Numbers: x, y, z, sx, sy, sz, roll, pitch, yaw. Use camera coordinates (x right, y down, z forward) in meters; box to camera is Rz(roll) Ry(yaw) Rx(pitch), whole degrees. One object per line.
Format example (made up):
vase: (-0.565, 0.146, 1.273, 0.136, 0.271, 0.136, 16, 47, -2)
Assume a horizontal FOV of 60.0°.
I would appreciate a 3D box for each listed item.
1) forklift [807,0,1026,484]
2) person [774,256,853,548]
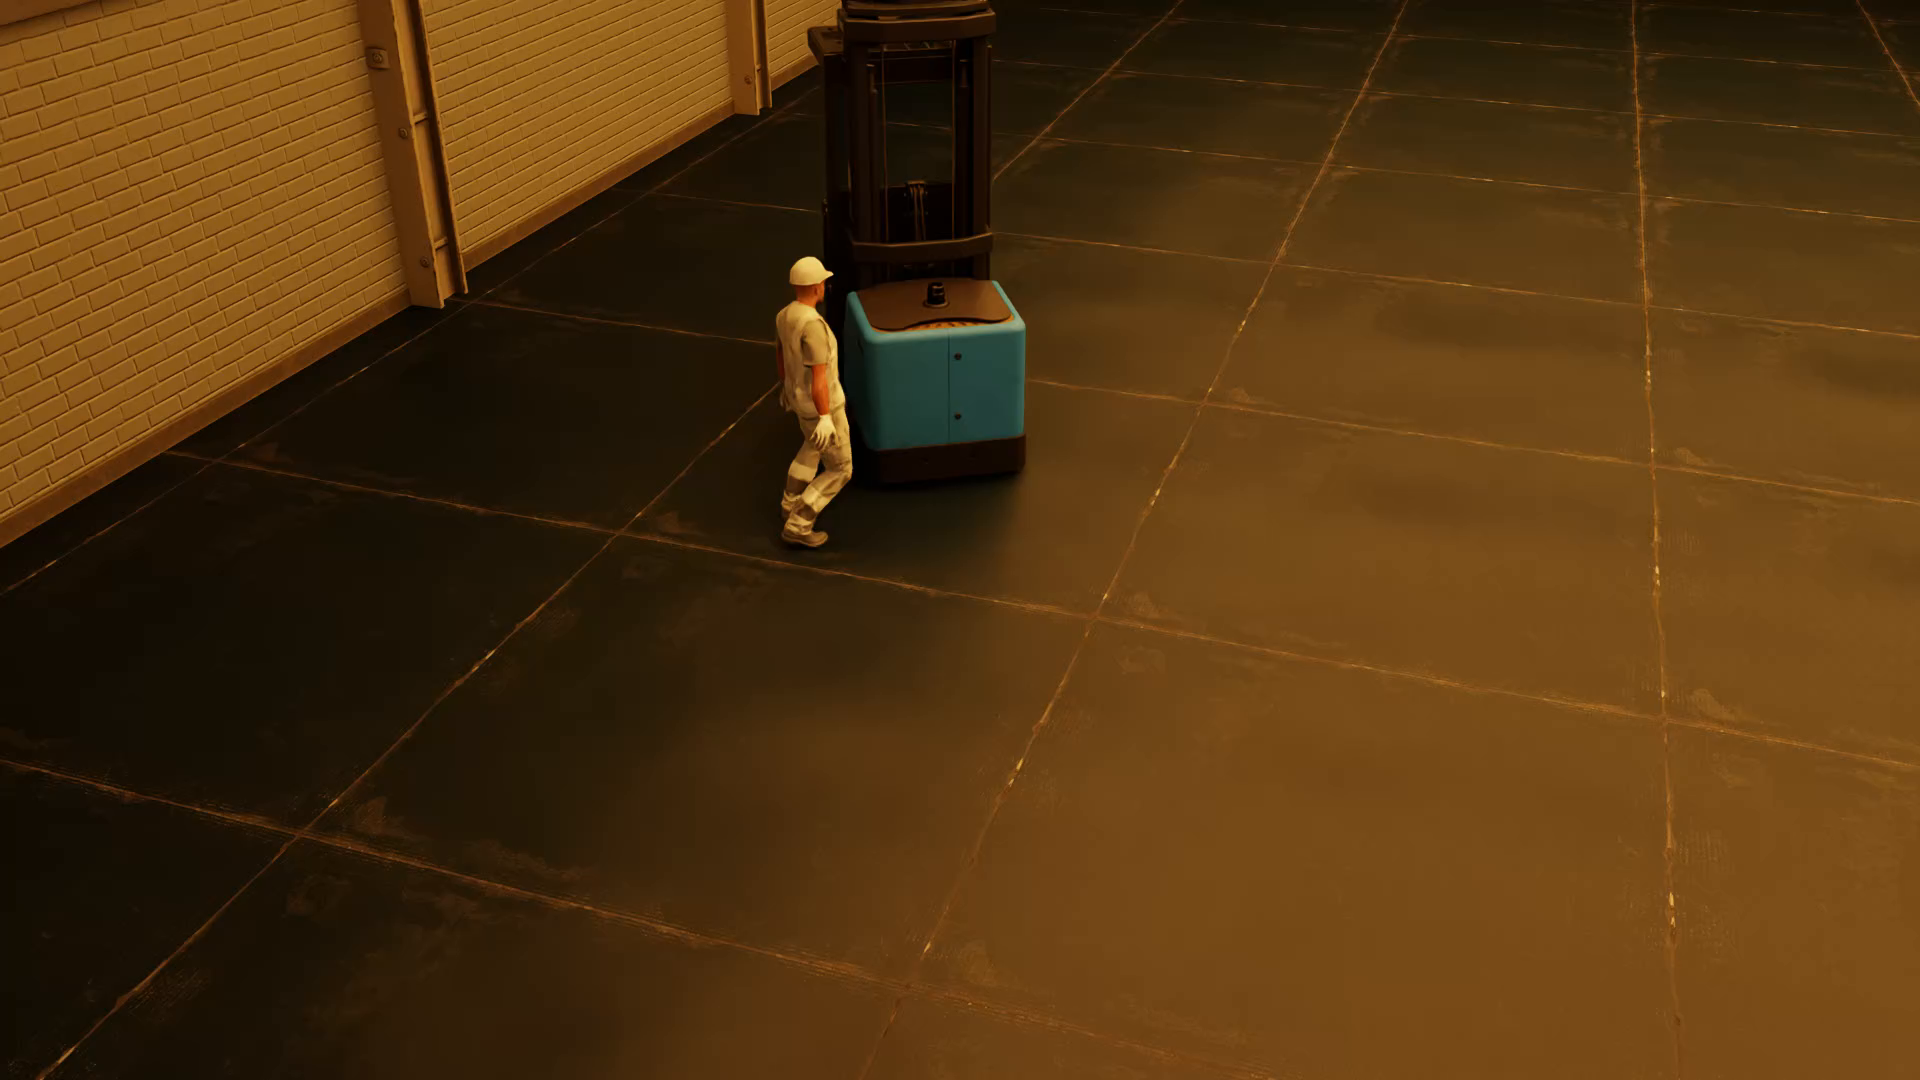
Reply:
forklift: (-0.390, -2.343, 11.247, 1.130, 2.935, 3.031, -6, 30, -11)
person: (-0.899, -0.791, 9.767, 0.496, 1.703, 0.895, -12, 32, -21)
